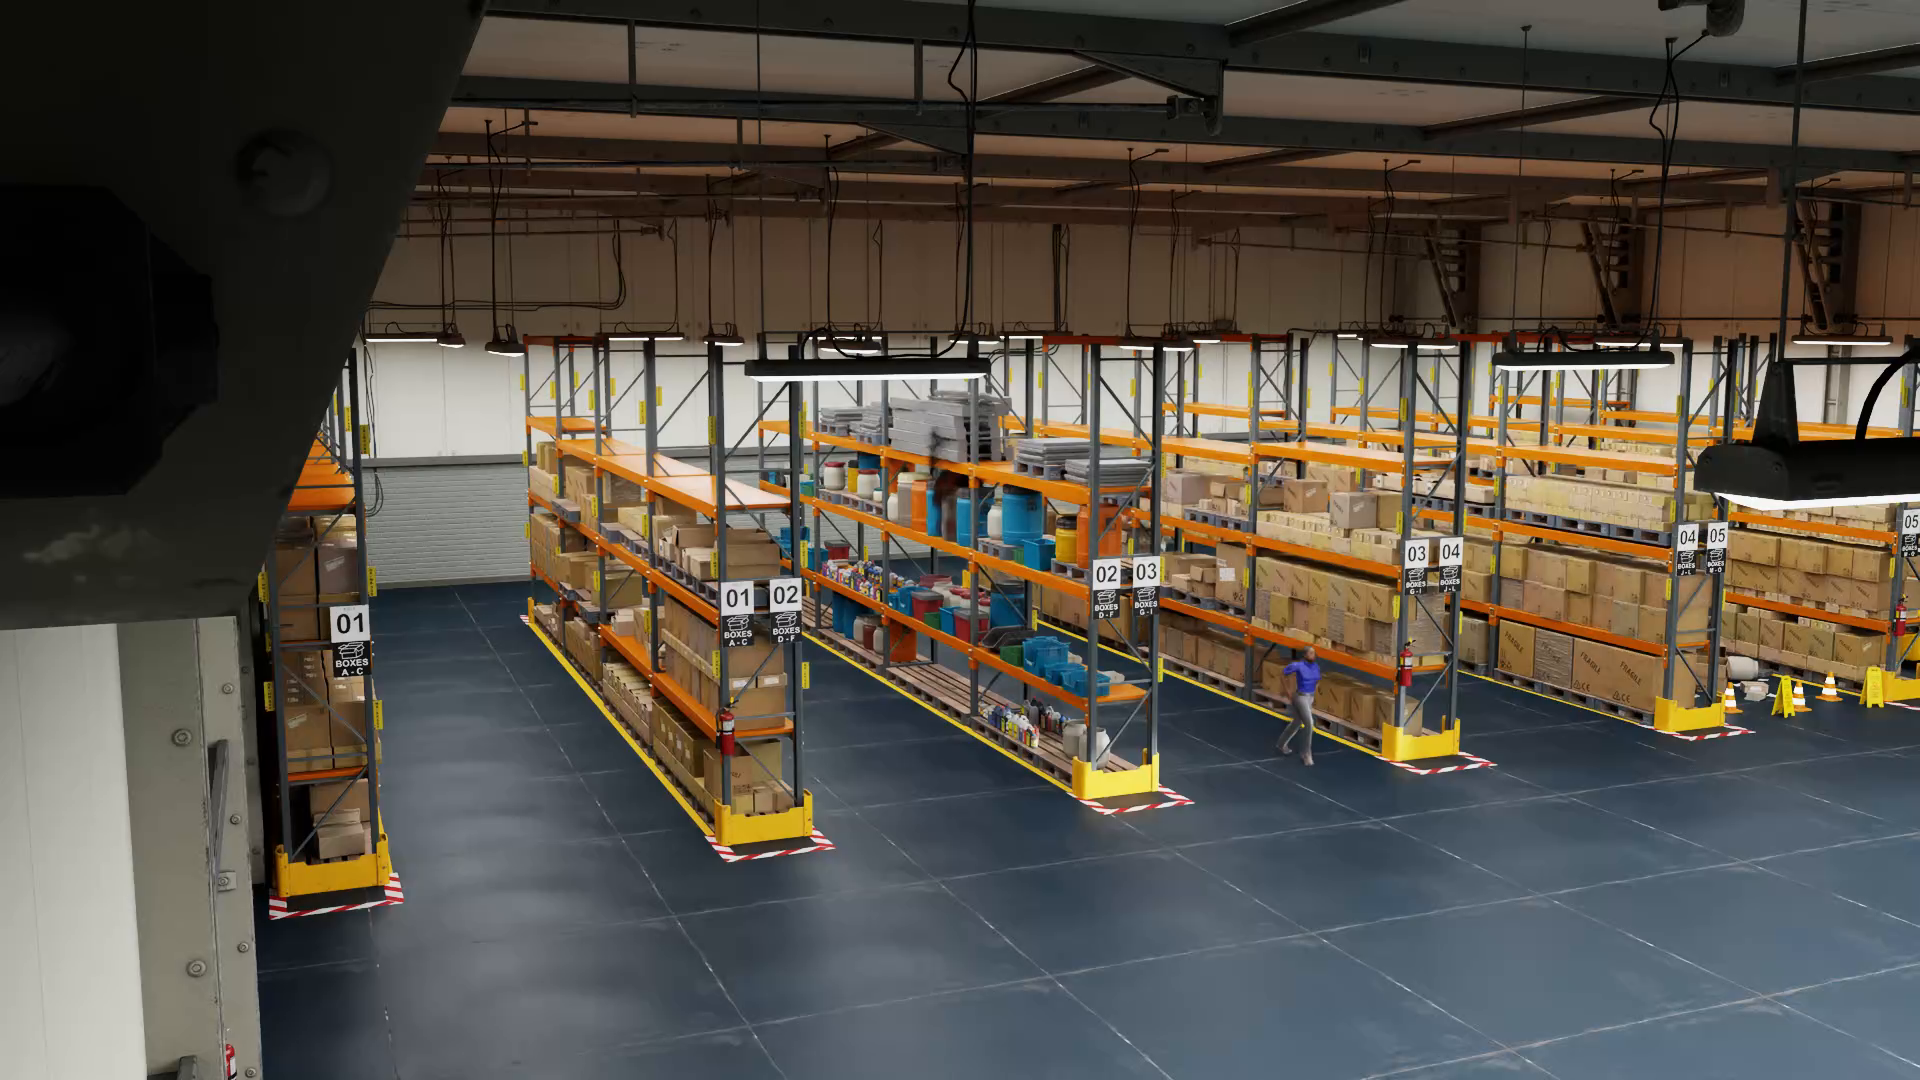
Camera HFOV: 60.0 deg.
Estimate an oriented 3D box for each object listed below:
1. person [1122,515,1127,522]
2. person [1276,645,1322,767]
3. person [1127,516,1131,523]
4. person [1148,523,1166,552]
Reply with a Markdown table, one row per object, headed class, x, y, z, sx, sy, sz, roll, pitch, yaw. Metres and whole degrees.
| class | x | y | z | sx | sy | sz | roll | pitch | yaw |
| --- | --- | --- | --- | --- | --- | --- | --- | --- | --- |
| person | 3.801 | 0.241 | 39.500 | 0.770 | 1.730 | 0.607 | 1 | 8 | 10 |
| person | 4.937 | 2.395 | 23.955 | 0.575 | 1.612 | 0.760 | -7 | 10 | -41 |
| person | 4.012 | 0.070 | 41.380 | 0.734 | 1.532 | 0.654 | -3 | 8 | -22 |
| person | 4.381 | 0.480 | 37.956 | 0.731 | 1.651 | 0.666 | -2 | 8 | -16 |
